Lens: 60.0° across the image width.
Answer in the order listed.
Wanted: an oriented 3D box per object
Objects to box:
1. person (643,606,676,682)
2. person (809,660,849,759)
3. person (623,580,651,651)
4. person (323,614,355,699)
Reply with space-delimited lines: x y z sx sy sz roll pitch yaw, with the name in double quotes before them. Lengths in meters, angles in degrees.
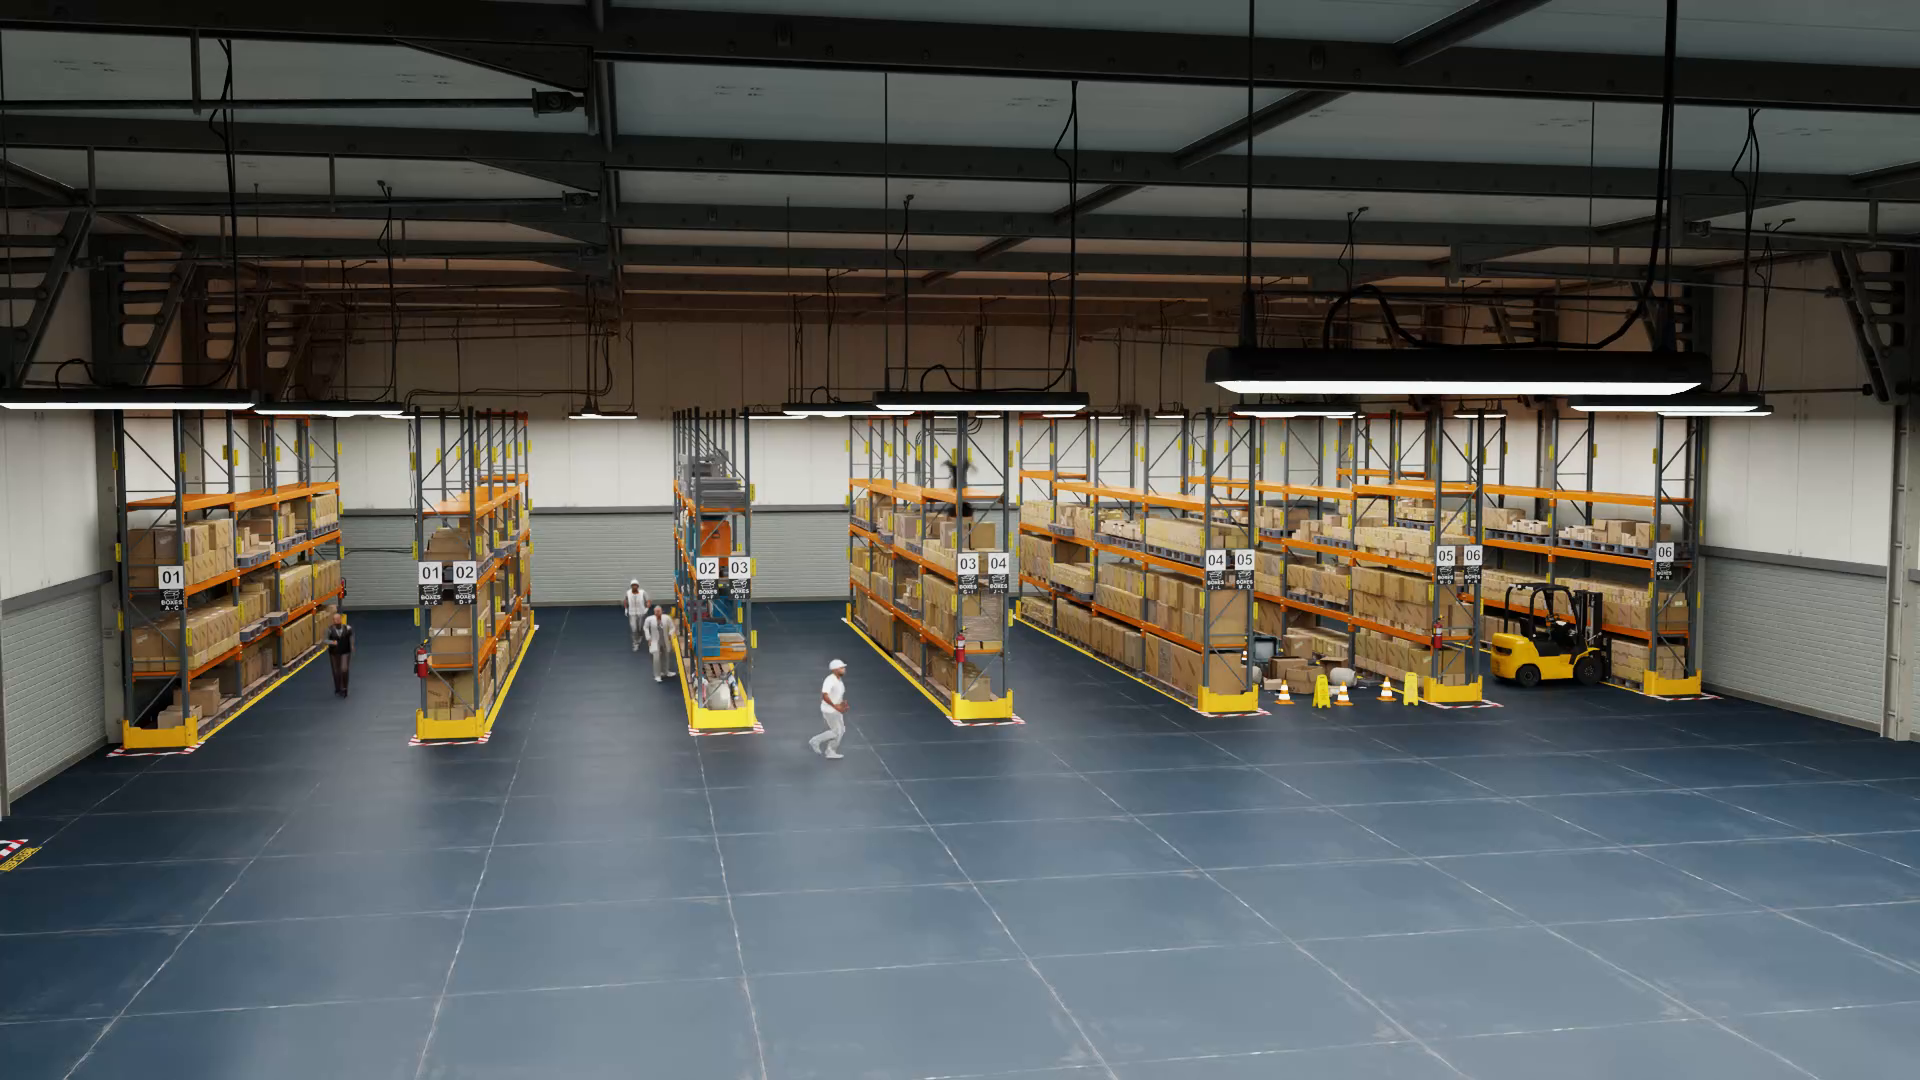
"person" -6.604 2.268 36.770 0.754 1.696 0.972 -2 4 -23
"person" -2.236 2.873 28.238 0.639 1.699 0.701 1 4 12
"person" -8.122 1.876 41.865 0.686 1.787 0.768 0 4 -4
"person" -12.903 2.411 34.557 0.597 1.774 0.833 -1 4 -16
